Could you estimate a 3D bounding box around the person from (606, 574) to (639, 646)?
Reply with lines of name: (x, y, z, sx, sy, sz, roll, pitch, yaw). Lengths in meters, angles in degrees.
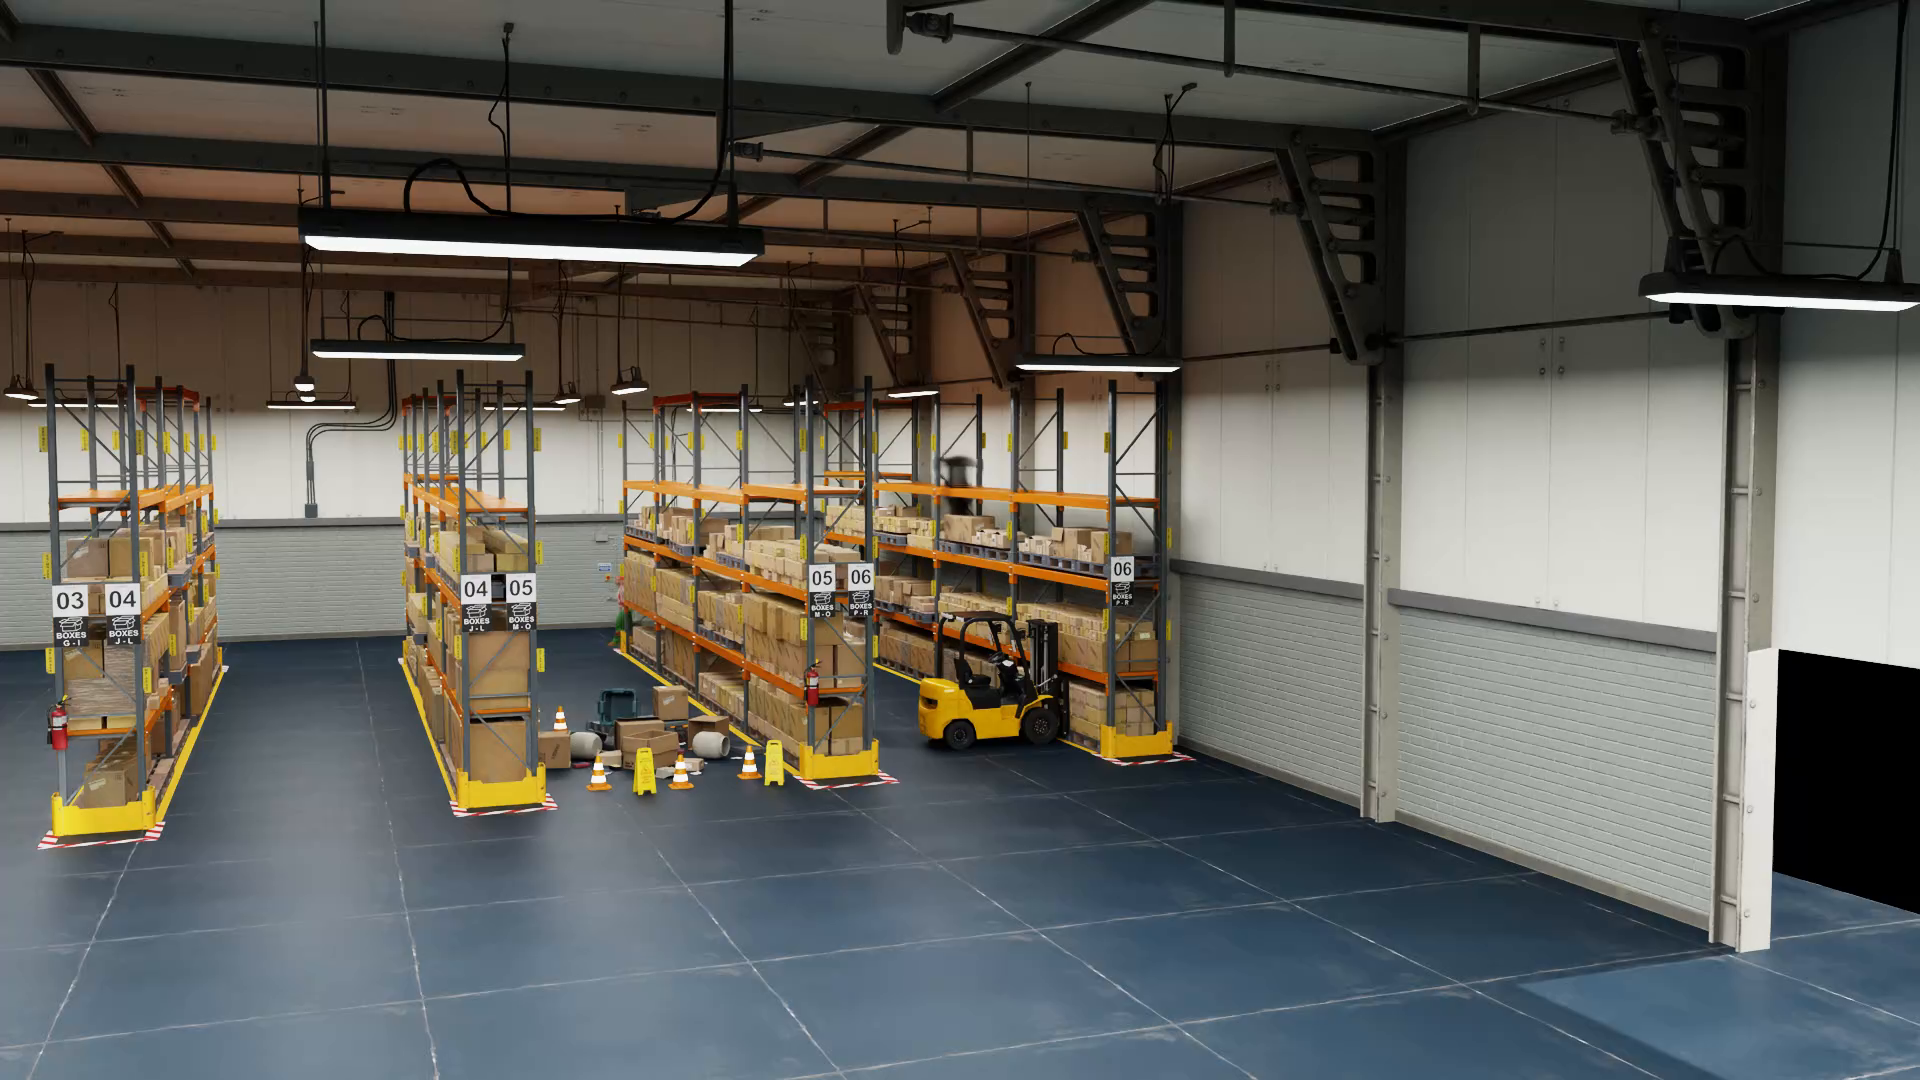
person: (-8.170, 1.707, 40.801, 1.071, 1.749, 0.645, -1, 4, -18)
